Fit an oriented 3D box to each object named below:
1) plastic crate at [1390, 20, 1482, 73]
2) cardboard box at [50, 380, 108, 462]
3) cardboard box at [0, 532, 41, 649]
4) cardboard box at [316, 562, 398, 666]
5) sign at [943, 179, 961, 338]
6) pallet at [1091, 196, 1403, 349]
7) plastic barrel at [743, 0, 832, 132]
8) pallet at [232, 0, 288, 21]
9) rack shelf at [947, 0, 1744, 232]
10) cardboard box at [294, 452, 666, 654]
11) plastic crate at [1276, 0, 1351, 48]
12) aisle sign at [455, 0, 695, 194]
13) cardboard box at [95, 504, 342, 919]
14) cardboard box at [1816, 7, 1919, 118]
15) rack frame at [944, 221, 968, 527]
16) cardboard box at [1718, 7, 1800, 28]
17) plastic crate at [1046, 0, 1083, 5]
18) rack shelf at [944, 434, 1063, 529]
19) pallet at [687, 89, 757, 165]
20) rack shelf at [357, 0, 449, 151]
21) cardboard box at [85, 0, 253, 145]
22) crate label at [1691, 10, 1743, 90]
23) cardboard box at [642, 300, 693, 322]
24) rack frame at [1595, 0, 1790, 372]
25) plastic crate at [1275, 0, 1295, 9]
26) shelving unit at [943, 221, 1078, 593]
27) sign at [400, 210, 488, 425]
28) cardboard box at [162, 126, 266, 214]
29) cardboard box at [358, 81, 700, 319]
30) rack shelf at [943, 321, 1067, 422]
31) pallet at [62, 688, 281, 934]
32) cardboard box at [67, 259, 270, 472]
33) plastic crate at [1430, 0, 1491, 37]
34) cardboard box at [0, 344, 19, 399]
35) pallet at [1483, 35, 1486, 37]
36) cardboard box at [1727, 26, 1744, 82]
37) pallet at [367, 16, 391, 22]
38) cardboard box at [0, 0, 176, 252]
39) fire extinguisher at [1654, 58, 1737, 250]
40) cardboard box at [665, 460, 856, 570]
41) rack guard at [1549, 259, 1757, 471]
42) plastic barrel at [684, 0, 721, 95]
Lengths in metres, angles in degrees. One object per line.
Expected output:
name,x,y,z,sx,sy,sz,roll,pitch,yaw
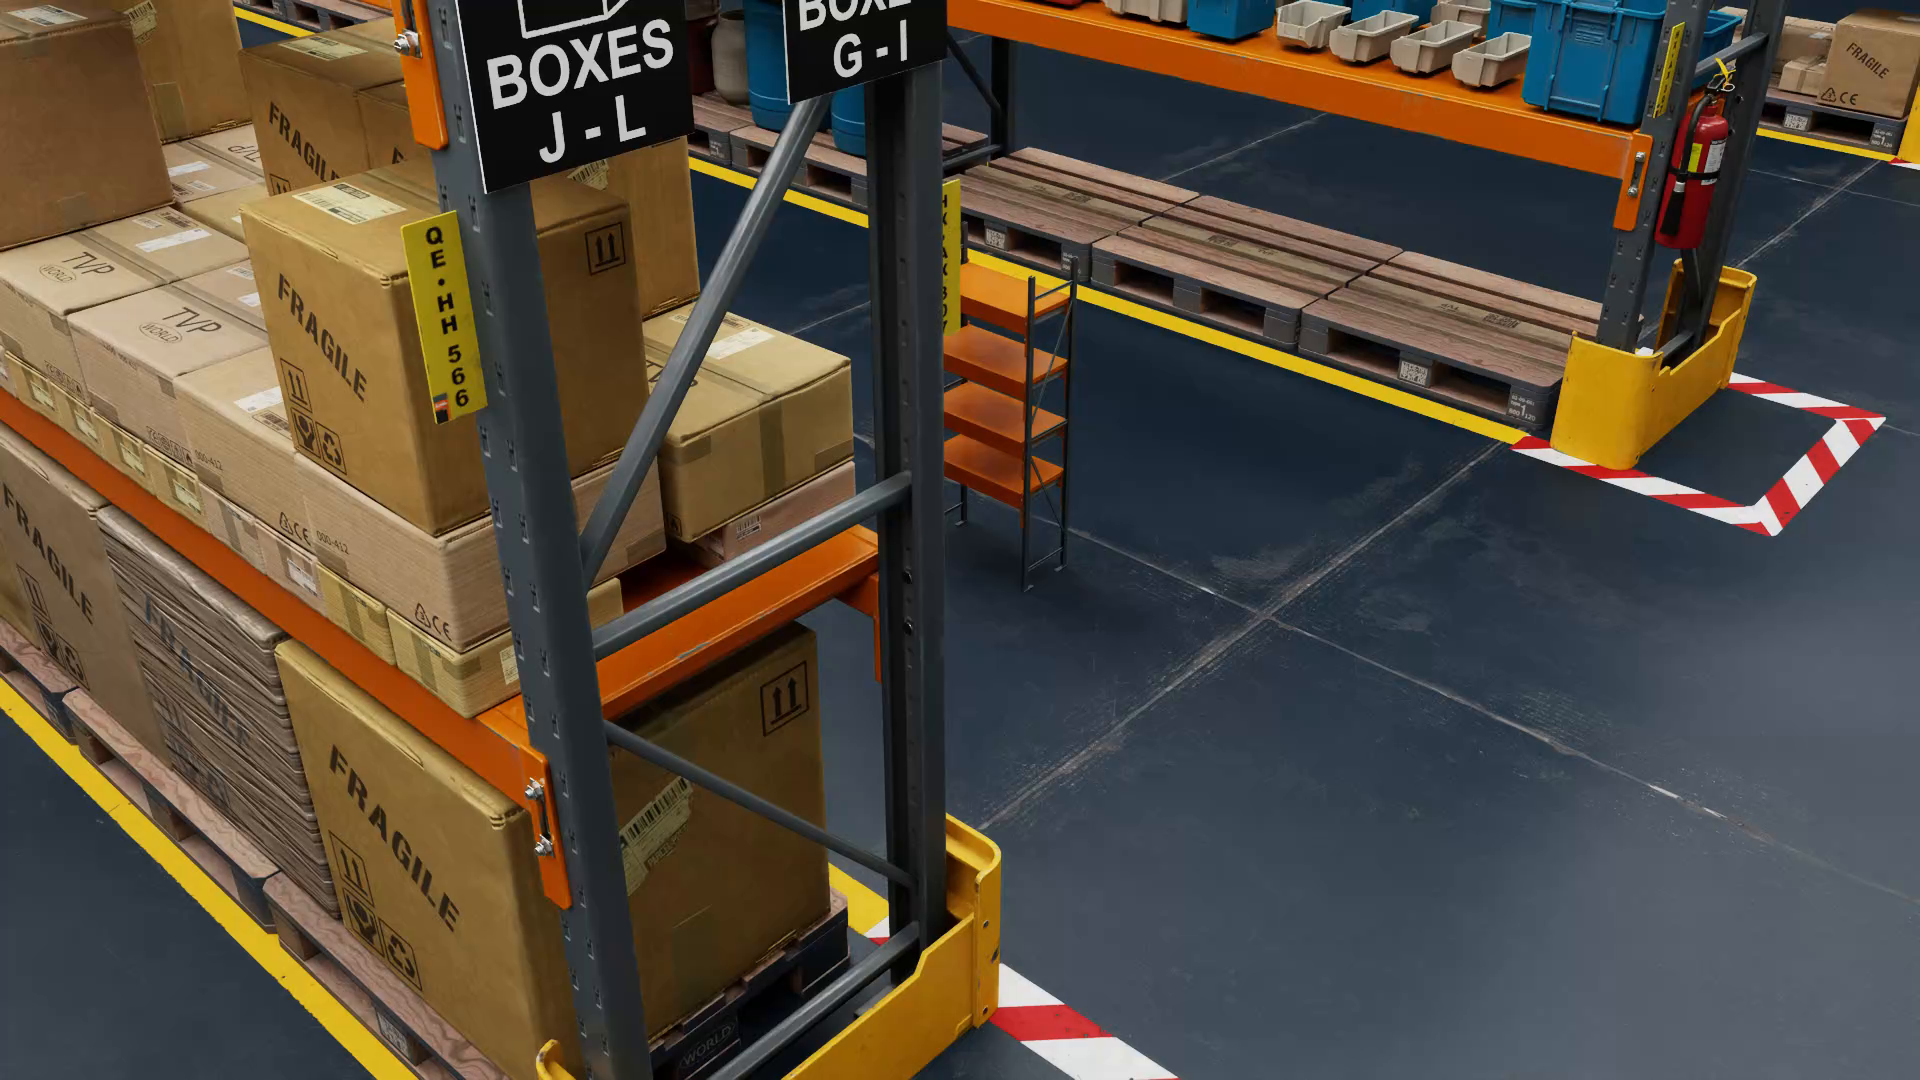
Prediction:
plastic crate,1.981,-2.069,6.976,0.243,0.136,0.396,25,39,35
cardboard box,-2.029,-0.362,4.187,0.250,0.149,0.380,26,40,36
cardboard box,-2.941,-0.338,5.557,0.875,0.875,0.875,25,39,35
cardboard box,-1.090,0.078,3.456,0.250,0.149,0.380,25,39,36
sign,-0.034,-0.558,3.353,0.005,0.325,0.100,25,39,35
pallet,1.427,-1.365,8.313,1.213,0.211,1.003,25,39,35
plastic barrel,-0.970,-2.942,9.857,0.708,0.901,0.600,25,39,35
pallet,-5.376,-4.539,13.585,1.213,0.211,1.003,25,39,35
rack shelf,1.430,-2.221,7.729,4.000,0.370,1.077,25,39,35
cardboard box,-0.949,-0.073,3.319,0.500,0.250,0.500,24,39,34
plastic crate,1.526,-2.251,7.279,0.250,0.136,0.298,25,39,35
aisle sign,-0.559,-0.917,2.345,0.004,0.787,0.394,25,39,35
cardboard box,-1.614,0.281,4.527,0.875,0.875,0.875,25,39,35
cardboard box,5.671,-2.942,10.225,0.500,0.500,0.500,25,39,35
rack frame,-0.058,-0.541,5.986,0.015,1.200,0.240,25,39,35
cardboard box,5.285,-3.383,11.201,0.500,0.250,0.500,25,39,35
plastic crate,0.440,-2.870,7.989,0.583,0.464,0.402,25,39,35
rack shelf,0.123,-0.229,5.982,0.480,0.148,0.258,25,39,35
pallet,-1.506,-2.732,10.584,1.213,0.211,1.003,25,39,35
rack shelf,-1.894,-1.612,3.809,4.000,0.370,1.077,25,39,35
cardboard box,-2.488,-1.480,4.931,0.500,0.500,0.500,25,39,36
crate label,2.950,-2.003,6.772,0.303,0.233,0.416,25,39,35
cardboard box,-0.976,-0.453,3.952,0.500,0.250,0.500,24,39,35
rack frame,2.912,-1.837,6.394,0.127,3.000,1.000,25,39,35
plastic crate,1.440,-2.647,7.936,0.466,0.136,0.293,25,39,35
shelving unit,0.123,-0.457,5.845,0.503,1.200,0.258,25,39,35
sign,-0.786,-0.338,2.551,0.005,0.325,0.100,25,39,35
cardboard box,-2.109,-0.984,4.833,0.500,0.250,0.500,26,40,36
cardboard box,-0.957,-0.770,3.751,0.500,0.500,0.500,24,38,34
rack shelf,0.123,-0.591,5.765,0.480,0.148,0.258,25,39,35
pallet,-1.957,0.582,5.078,1.213,0.211,1.003,25,39,35
cardboard box,-1.702,-0.425,3.904,0.500,0.250,0.500,24,38,34
plastic crate,2.265,-2.339,7.424,0.298,0.136,0.250,25,39,35
cardboard box,-2.419,-0.542,4.486,0.250,0.149,0.380,26,39,36
pallet,3.782,-3.682,12.161,1.213,0.211,1.003,25,39,35
cardboard box,4.986,-3.175,10.855,0.500,0.250,0.500,25,39,35
pallet,-3.567,-3.694,12.182,1.213,0.211,1.003,25,39,35
cardboard box,-2.444,-1.097,4.294,0.500,0.500,0.500,24,38,34
fire extinguisher,2.719,-1.418,6.134,0.183,0.674,0.296,25,39,35
cardboard box,-0.453,-0.085,3.726,0.250,0.149,0.380,26,39,36
rack guard,2.939,-0.763,7.033,0.348,0.500,1.175,25,39,35
plastic barrel,-1.808,-3.199,10.587,0.708,0.588,0.600,25,39,35
